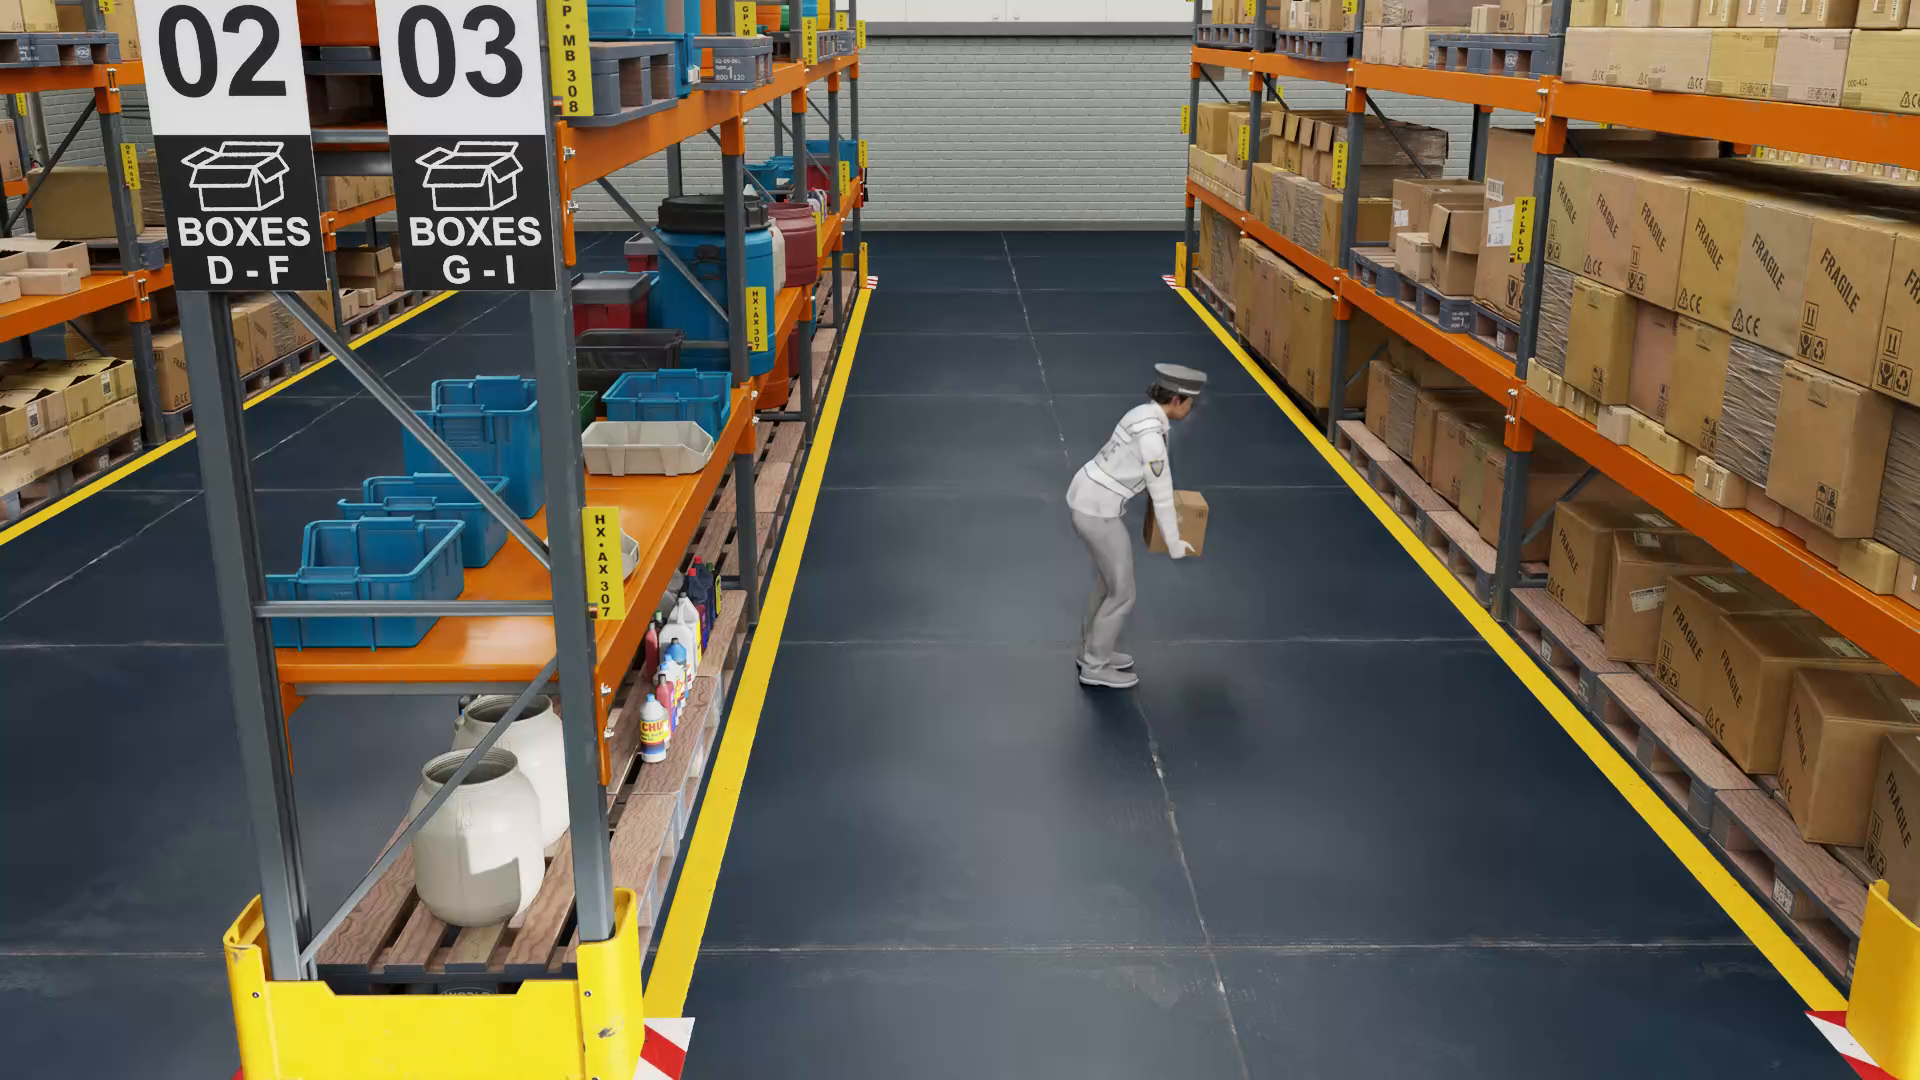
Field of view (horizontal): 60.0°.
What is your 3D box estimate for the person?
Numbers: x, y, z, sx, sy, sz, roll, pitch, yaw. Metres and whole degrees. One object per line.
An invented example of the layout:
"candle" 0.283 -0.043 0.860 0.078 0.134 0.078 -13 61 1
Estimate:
"person" 0.833 -0.075 7.991 0.649 1.551 0.412 -1 17 -2
